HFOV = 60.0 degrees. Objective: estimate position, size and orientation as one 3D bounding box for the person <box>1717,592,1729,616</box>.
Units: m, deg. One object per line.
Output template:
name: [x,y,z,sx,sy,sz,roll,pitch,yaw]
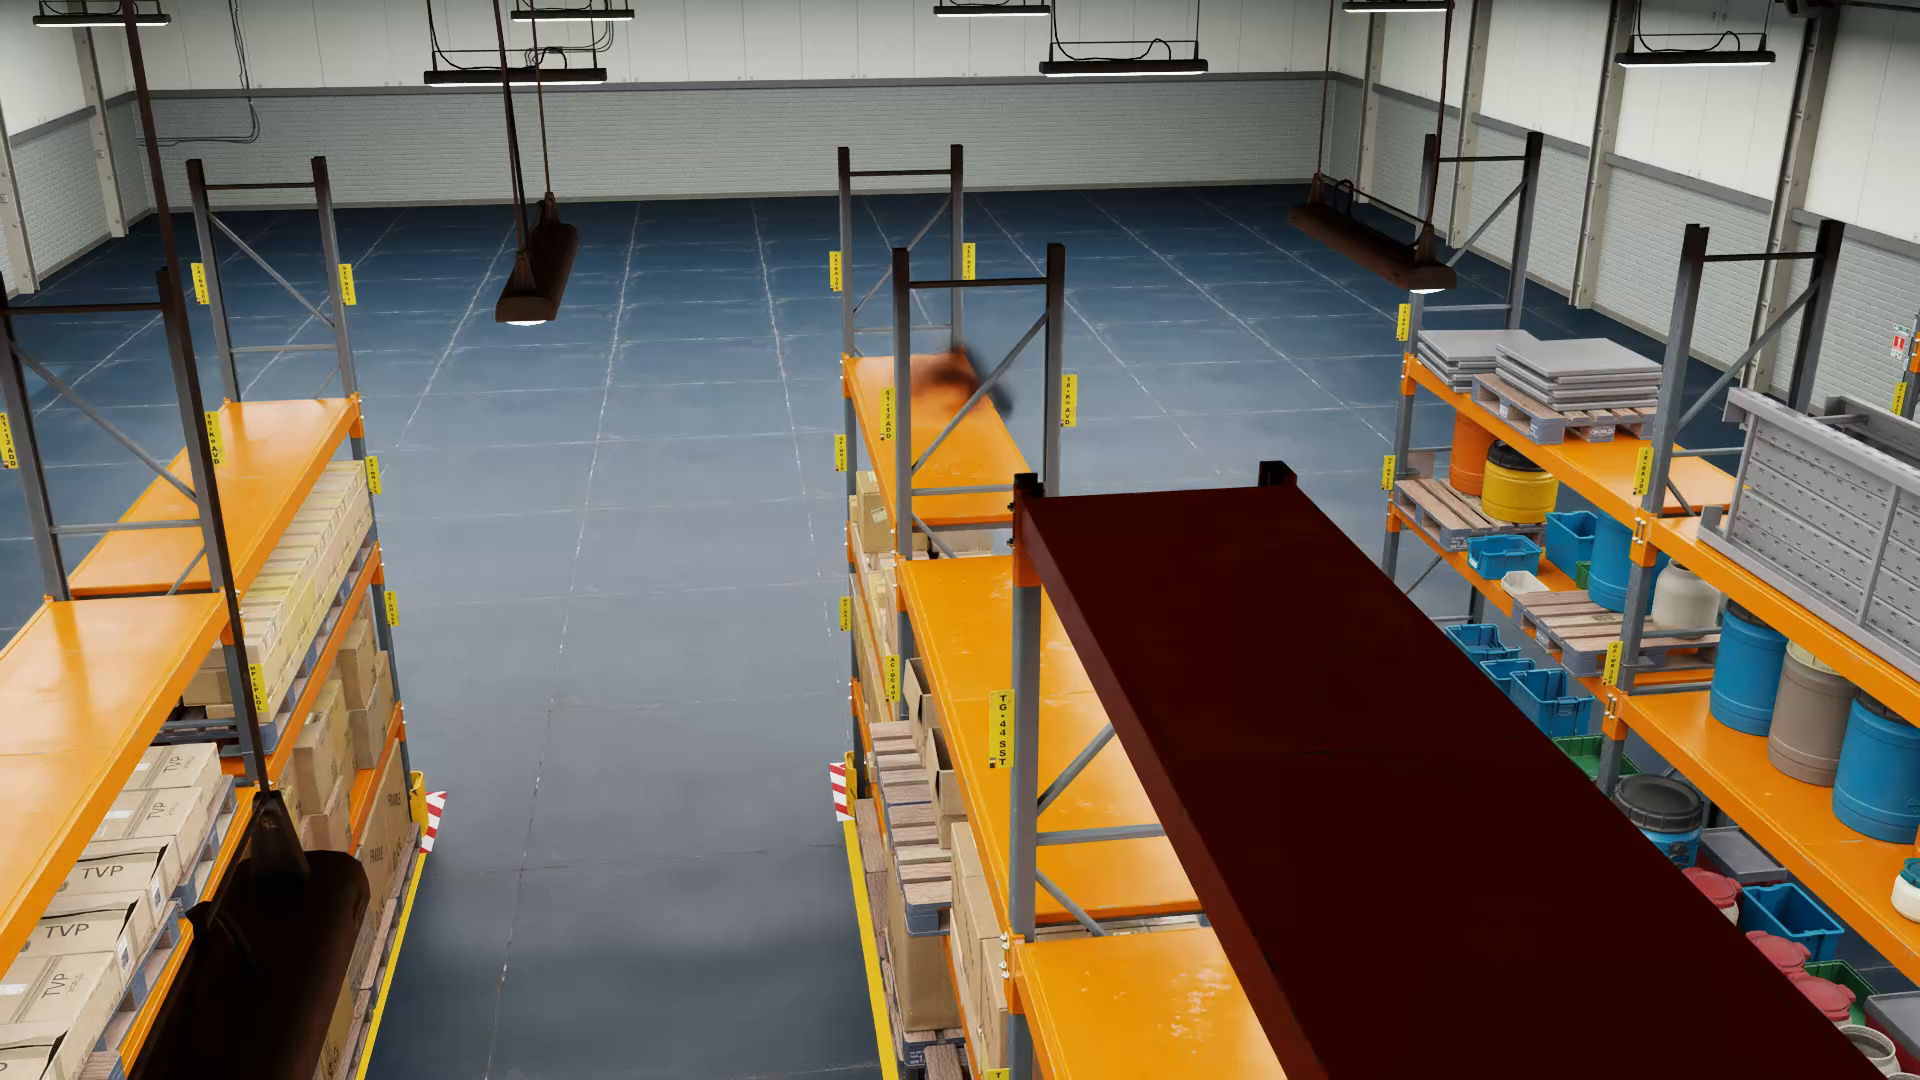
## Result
person: [8.399,0.392,18.240,0.983,1.760,0.675,7,23,16]
